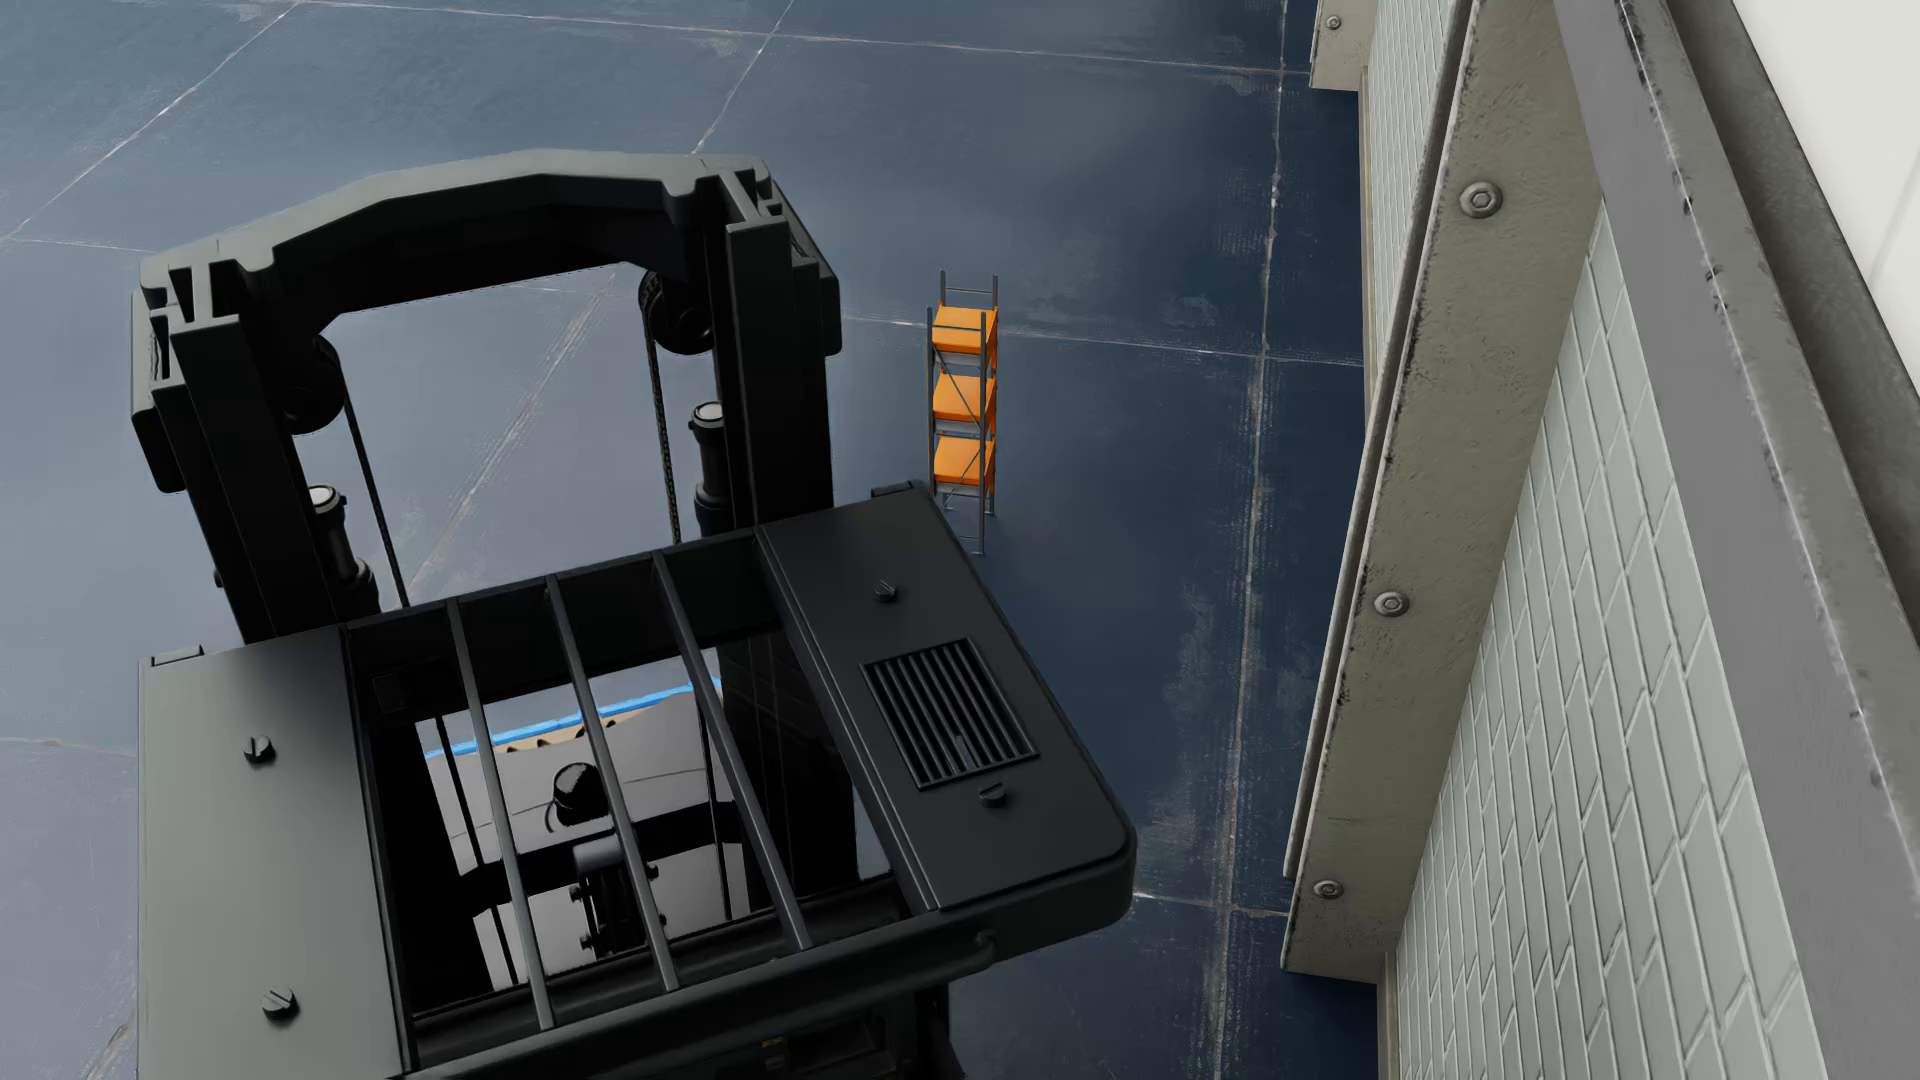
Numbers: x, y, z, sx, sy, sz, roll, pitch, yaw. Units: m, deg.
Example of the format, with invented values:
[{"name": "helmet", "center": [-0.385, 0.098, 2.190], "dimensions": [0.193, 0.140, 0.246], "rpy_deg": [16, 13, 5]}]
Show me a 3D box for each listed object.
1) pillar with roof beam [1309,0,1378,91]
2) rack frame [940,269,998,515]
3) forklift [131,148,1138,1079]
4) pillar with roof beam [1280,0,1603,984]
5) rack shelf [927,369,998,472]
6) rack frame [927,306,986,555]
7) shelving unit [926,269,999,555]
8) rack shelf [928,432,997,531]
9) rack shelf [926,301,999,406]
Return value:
[{"name": "pillar with roof beam", "center": [-2.097, -6.585, 7.153], "dimensions": [9.100, 9.000, 0.400], "rpy_deg": [6, 40, 8]}, {"name": "rack frame", "center": [0.030, -0.515, 6.049], "dimensions": [0.200, 1.050, 0.008], "rpy_deg": [6, 40, 8]}, {"name": "forklift", "center": [-0.451, 1.003, 2.737], "dimensions": [1.130, 2.935, 3.031], "rpy_deg": [-14, 42, -16]}, {"name": "pillar with roof beam", "center": [-3.136, -2.820, 2.598], "dimensions": [9.100, 9.000, 0.400], "rpy_deg": [6, 40, 8]}, {"name": "rack shelf", "center": [0.009, -0.430, 5.963], "dimensions": [0.215, 0.259, 0.240], "rpy_deg": [6, 40, 8]}, {"name": "rack frame", "center": [-0.012, -0.362, 5.863], "dimensions": [0.200, 1.050, 0.008], "rpy_deg": [6, 40, 8]}, {"name": "shelving unit", "center": [0.009, -0.438, 5.956], "dimensions": [0.215, 1.050, 0.252], "rpy_deg": [6, 40, 8]}, {"name": "rack shelf", "center": [0.009, -0.216, 6.140], "dimensions": [0.215, 0.259, 0.240], "rpy_deg": [6, 40, 8]}, {"name": "rack shelf", "center": [0.009, -0.649, 5.782], "dimensions": [0.215, 0.259, 0.240], "rpy_deg": [6, 40, 8]}]
